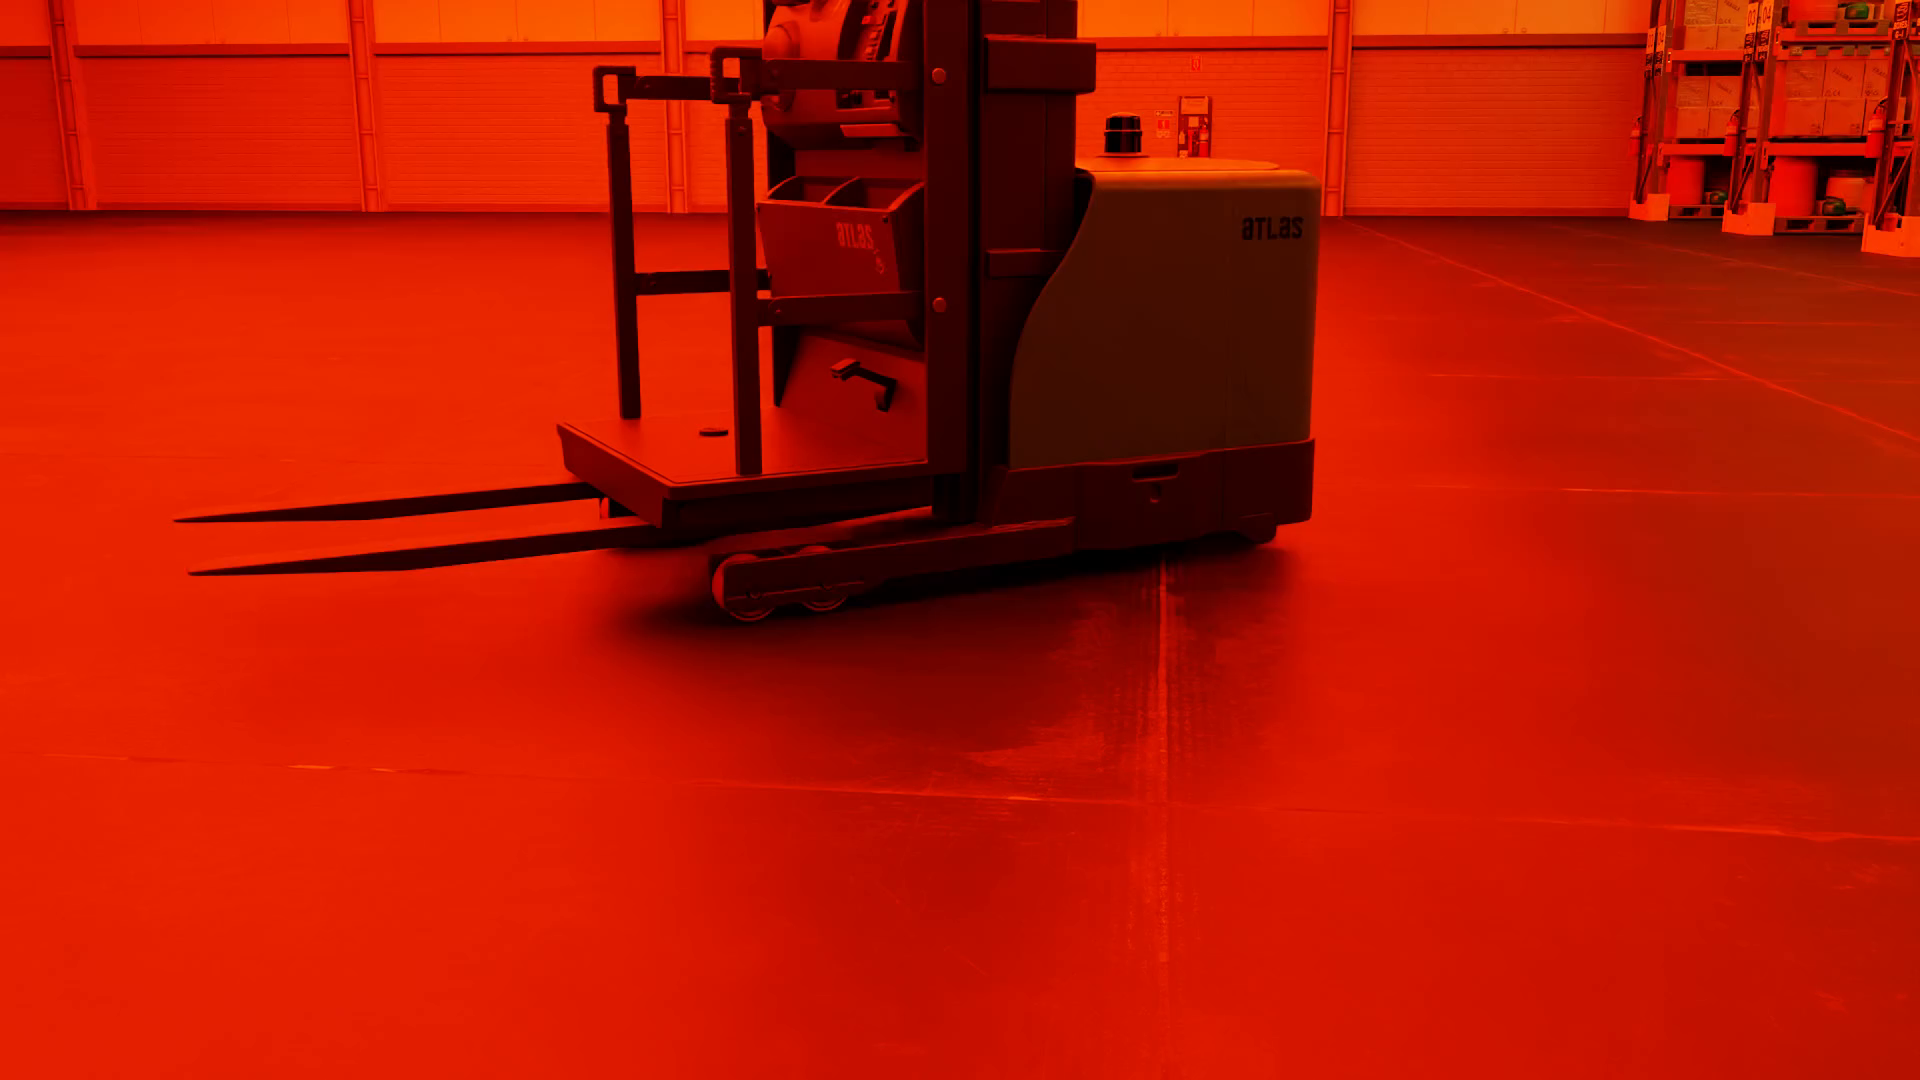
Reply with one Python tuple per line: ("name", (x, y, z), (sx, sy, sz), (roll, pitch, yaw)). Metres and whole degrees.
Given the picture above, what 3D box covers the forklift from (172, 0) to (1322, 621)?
("forklift", (-0.508, -1.364, 4.343), (3.031, 2.935, 1.130), (-7, 15, -27))
